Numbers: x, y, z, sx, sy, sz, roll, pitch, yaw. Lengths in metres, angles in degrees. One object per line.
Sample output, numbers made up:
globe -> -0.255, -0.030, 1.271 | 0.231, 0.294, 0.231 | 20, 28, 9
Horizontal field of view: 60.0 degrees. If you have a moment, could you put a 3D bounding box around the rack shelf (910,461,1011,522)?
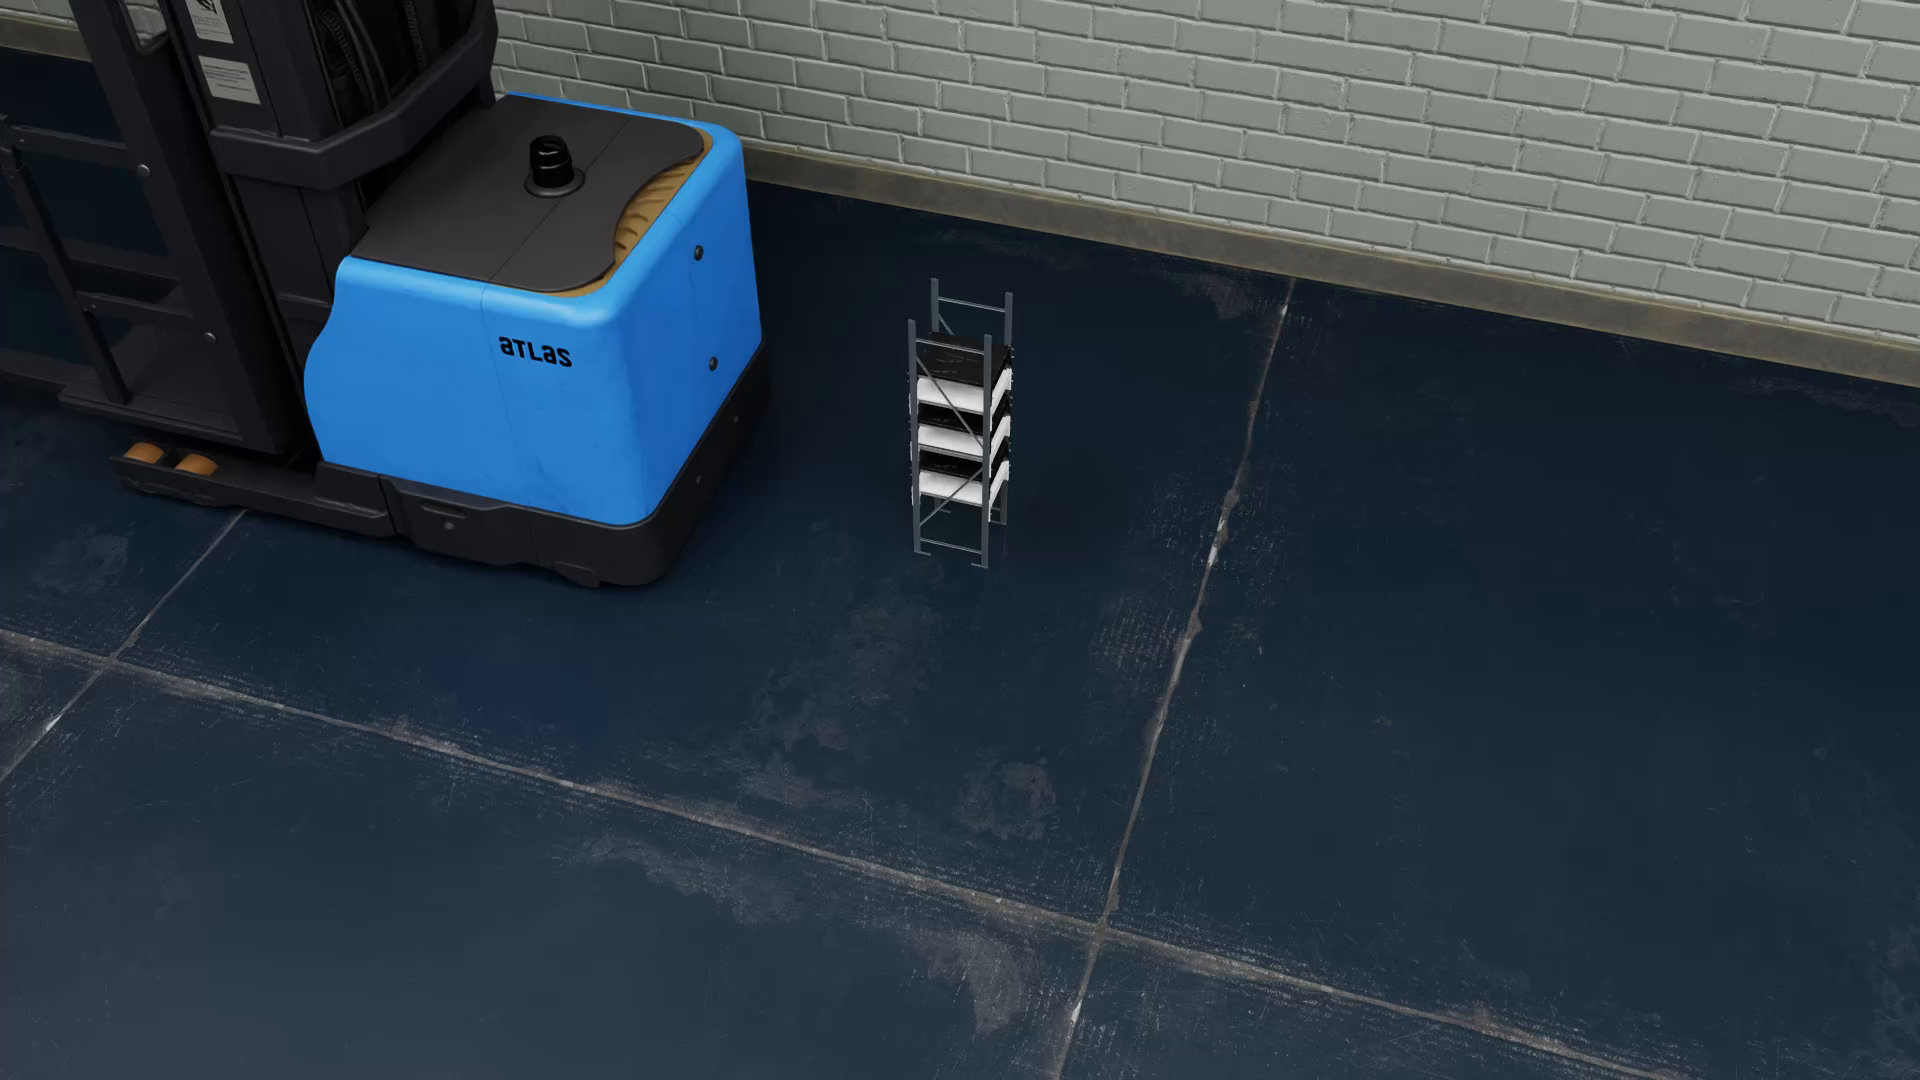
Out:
rack shelf -> 0.002, -0.175, 5.090 | 0.258, 0.077, 0.200 | 13, 46, 12

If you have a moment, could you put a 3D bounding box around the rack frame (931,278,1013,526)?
rack frame -> 0.033, -0.395, 5.010 | 0.240, 0.900, 0.006 | 13, 46, 12

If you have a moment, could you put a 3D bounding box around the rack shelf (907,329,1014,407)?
rack shelf -> 0.002, -0.496, 4.775 | 0.258, 0.077, 0.200 | 13, 46, 12

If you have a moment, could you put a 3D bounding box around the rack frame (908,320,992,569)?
rack frame -> -0.028, -0.259, 4.872 | 0.240, 0.900, 0.006 | 13, 46, 12

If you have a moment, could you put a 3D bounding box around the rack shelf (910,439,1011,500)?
rack shelf -> 0.002, -0.239, 5.027 | 0.258, 0.077, 0.200 | 13, 46, 12

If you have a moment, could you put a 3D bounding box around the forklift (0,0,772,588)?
forklift -> -2.214, -1.499, 4.686 | 3.031, 2.935, 1.130 | 12, 46, 12

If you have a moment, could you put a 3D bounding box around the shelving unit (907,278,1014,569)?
shelving unit -> 0.002, -0.327, 4.941 | 0.258, 0.900, 0.210 | 13, 46, 12

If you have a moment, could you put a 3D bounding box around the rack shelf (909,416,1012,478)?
rack shelf -> 0.002, -0.303, 4.964 | 0.258, 0.077, 0.200 | 13, 46, 12

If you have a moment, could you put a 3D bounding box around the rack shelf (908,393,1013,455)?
rack shelf -> 0.002, -0.368, 4.901 | 0.258, 0.077, 0.200 | 13, 46, 12

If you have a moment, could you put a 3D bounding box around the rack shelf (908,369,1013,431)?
rack shelf -> 0.002, -0.432, 4.838 | 0.258, 0.077, 0.200 | 13, 46, 12
